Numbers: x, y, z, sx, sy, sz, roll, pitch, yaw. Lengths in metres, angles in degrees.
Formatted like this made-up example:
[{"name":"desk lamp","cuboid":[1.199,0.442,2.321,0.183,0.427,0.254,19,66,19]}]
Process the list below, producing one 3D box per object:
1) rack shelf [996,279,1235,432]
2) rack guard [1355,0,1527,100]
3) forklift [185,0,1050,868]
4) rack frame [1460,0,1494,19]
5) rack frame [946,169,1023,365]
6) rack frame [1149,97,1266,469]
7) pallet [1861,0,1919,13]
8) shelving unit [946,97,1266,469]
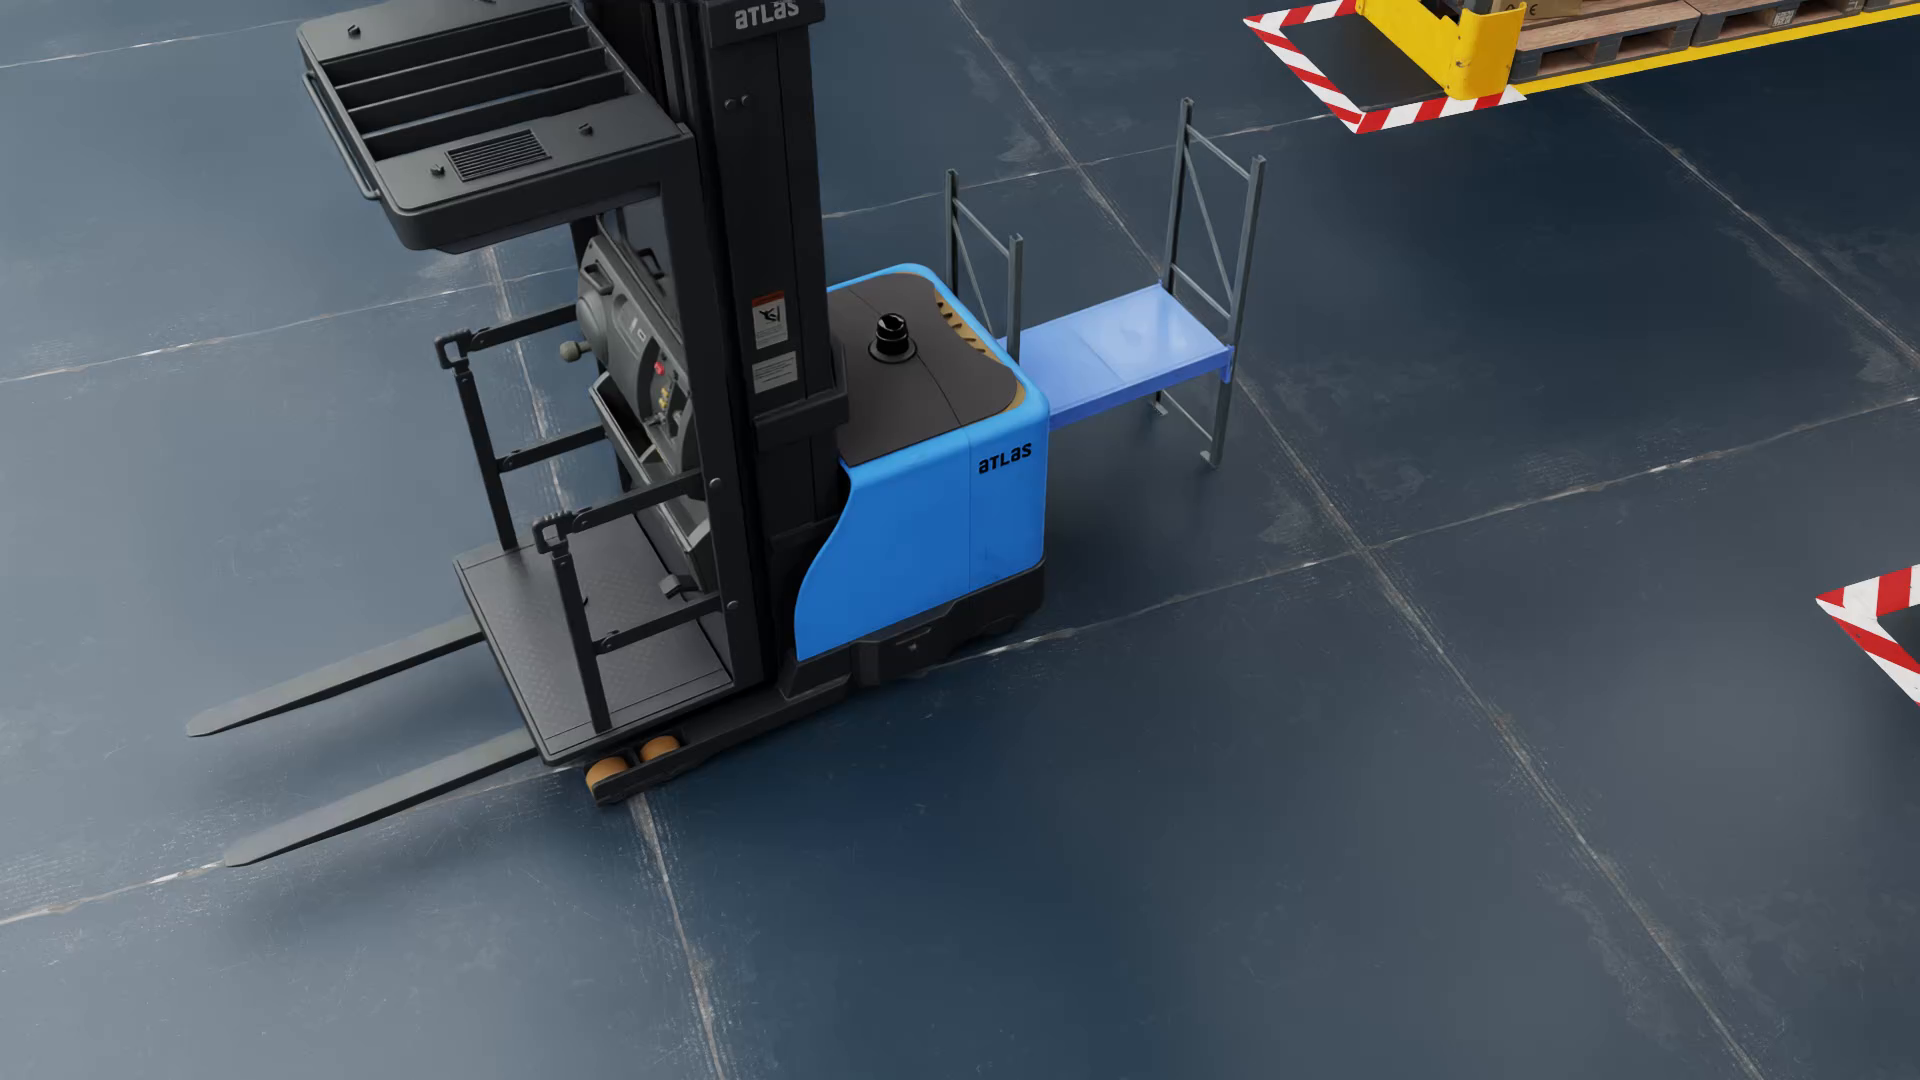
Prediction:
[{"name":"rack shelf","cuboid":[0.527,-0.689,6.632,1.000,0.185,0.538,-21,49,-20]},{"name":"rack guard","cuboid":[2.694,-3.016,9.403,0.348,0.500,1.175,-14,47,-14]},{"name":"forklift","cuboid":[8.233,1.524,3.162,16.733,2.935,15.389,-21,49,-20]},{"name":"rack frame","cuboid":[2.622,-3.880,8.500,0.127,3.000,1.000,-14,47,-14]},{"name":"rack frame","cuboid":[0.082,-0.641,6.330,0.032,1.500,0.500,-21,49,-20]},{"name":"rack frame","cuboid":[0.971,-0.990,6.678,0.032,1.500,0.500,-21,49,-20]},{"name":"pallet","cuboid":[5.765,-3.673,10.262,1.213,0.211,1.003,-14,47,-14]},{"name":"shelving unit","cuboid":[0.527,-0.816,6.504,1.048,1.500,0.538,-21,49,-20]}]
